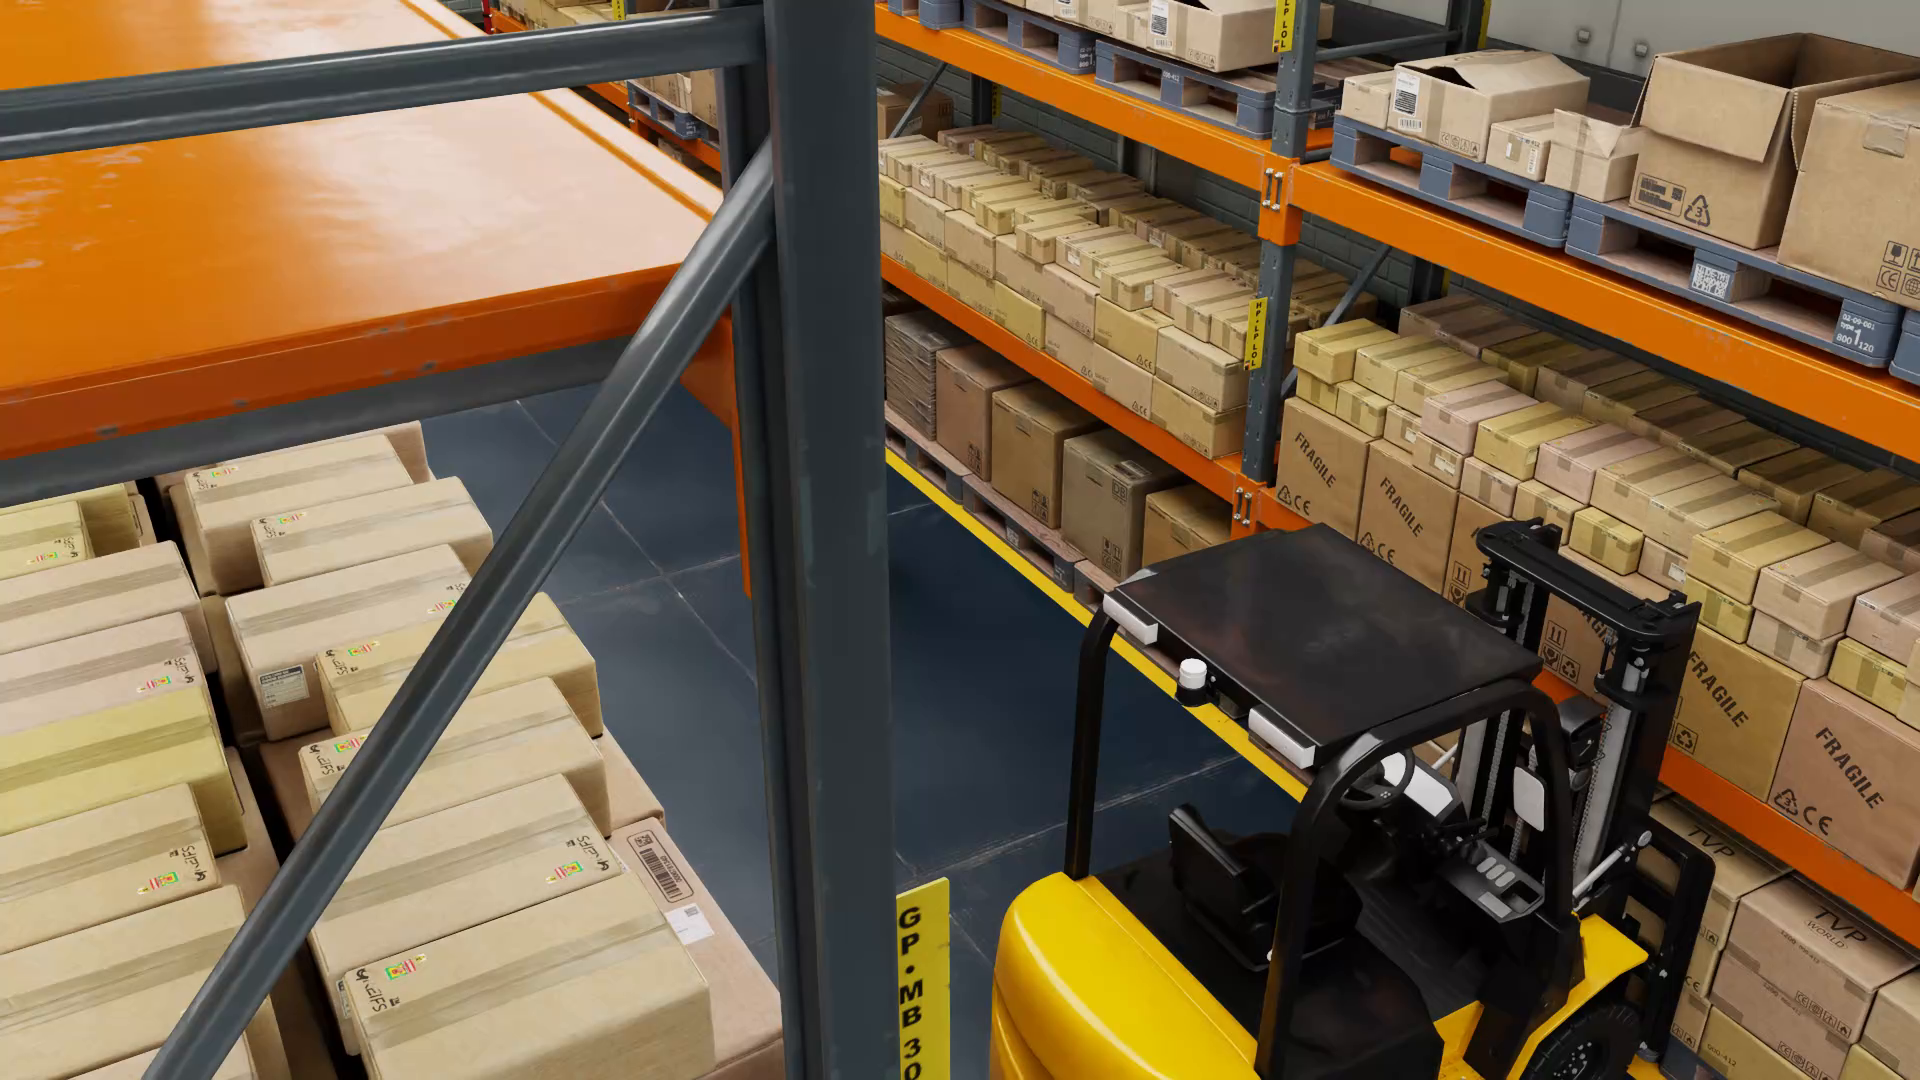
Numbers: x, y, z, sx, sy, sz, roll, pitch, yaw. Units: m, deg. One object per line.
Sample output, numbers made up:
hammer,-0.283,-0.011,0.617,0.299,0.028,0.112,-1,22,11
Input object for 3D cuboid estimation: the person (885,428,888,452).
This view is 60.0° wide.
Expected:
person,-0.695,-0.537,9.227,0.519,1.541,0.591,-14,32,-24
